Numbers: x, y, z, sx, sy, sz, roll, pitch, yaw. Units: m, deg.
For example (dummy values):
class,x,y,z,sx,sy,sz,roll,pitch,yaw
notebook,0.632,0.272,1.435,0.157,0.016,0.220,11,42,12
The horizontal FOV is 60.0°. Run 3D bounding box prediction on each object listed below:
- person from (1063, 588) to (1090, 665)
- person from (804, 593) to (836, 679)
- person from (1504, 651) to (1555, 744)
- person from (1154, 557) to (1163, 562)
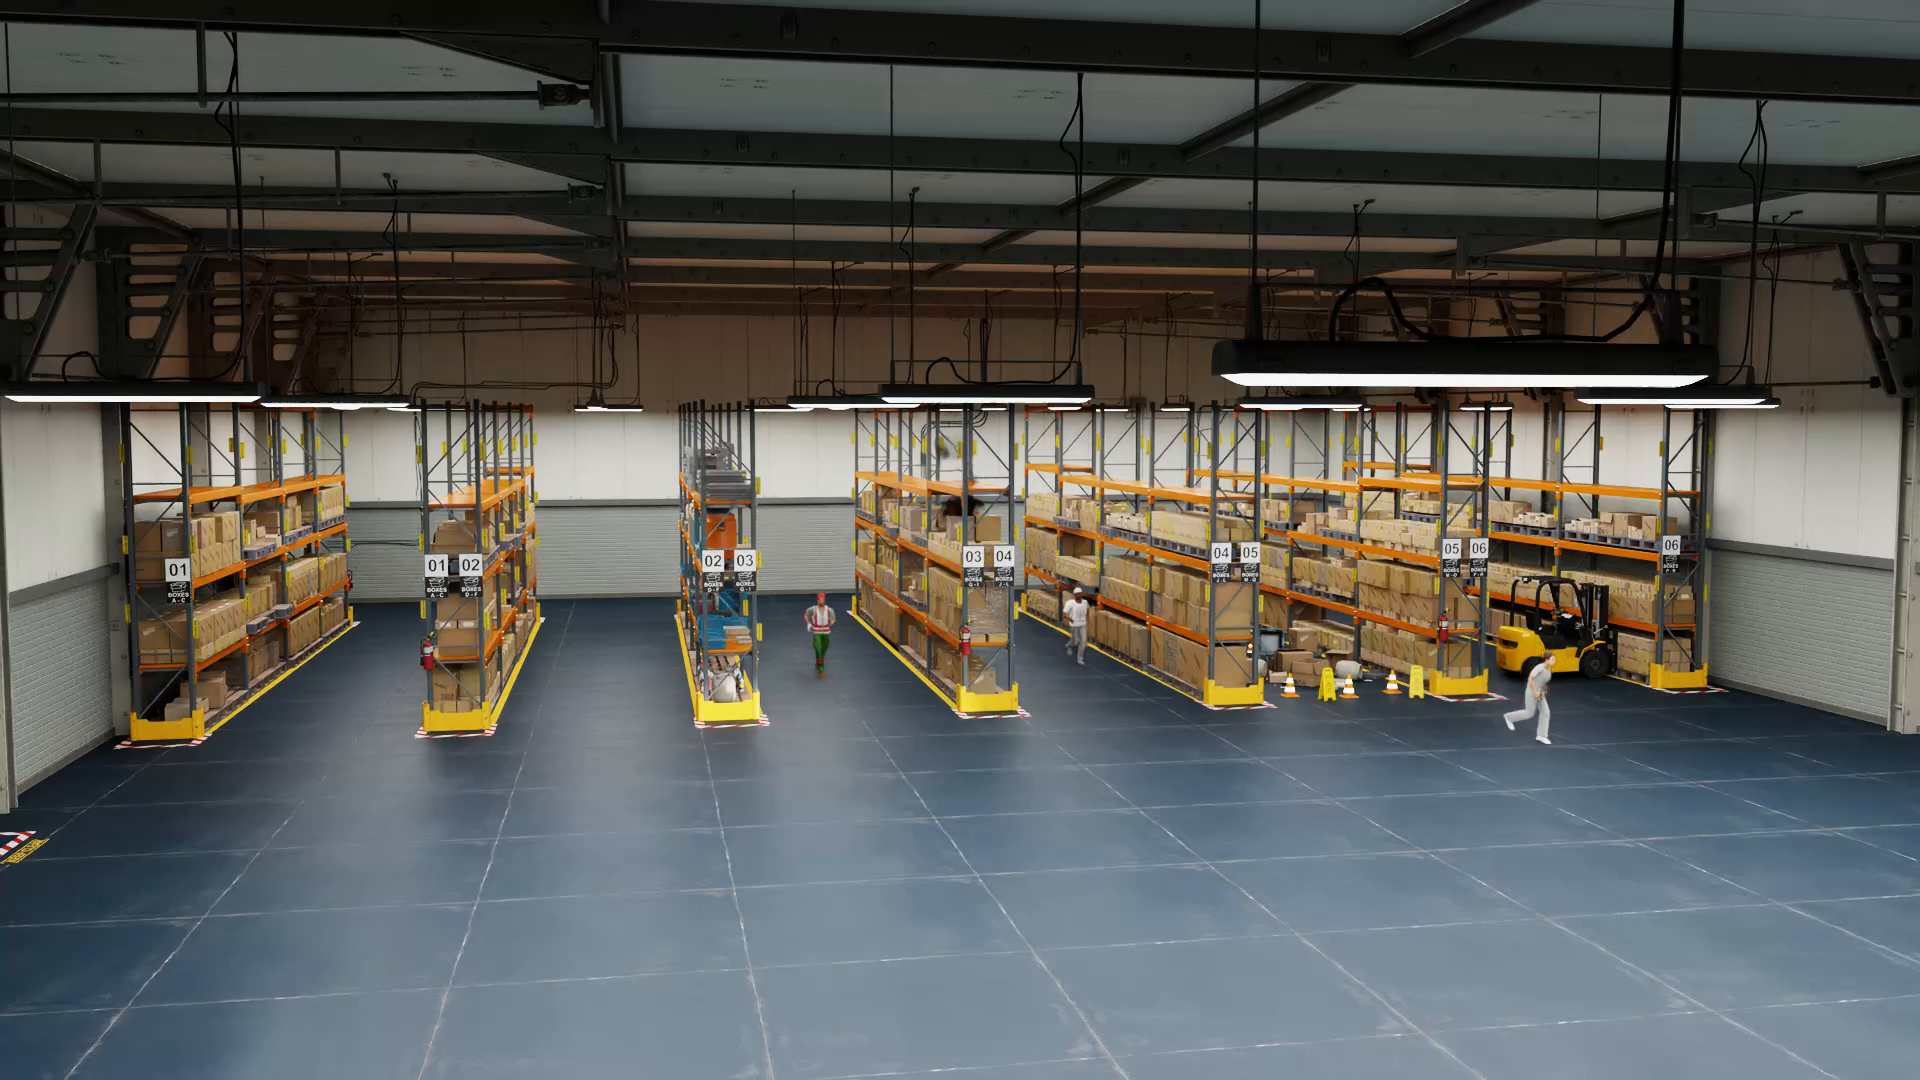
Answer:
class,x,y,z,sx,sy,sz,roll,pitch,yaw
person,2.711,1.975,38.415,0.709,1.765,0.824,-1,5,-18
person,-3.042,2.064,36.418,0.651,1.805,0.983,-2,5,-20
person,10.036,2.736,29.283,0.916,1.625,0.574,4,6,41
person,6.007,1.080,50.530,0.711,1.711,0.545,-1,5,-18
